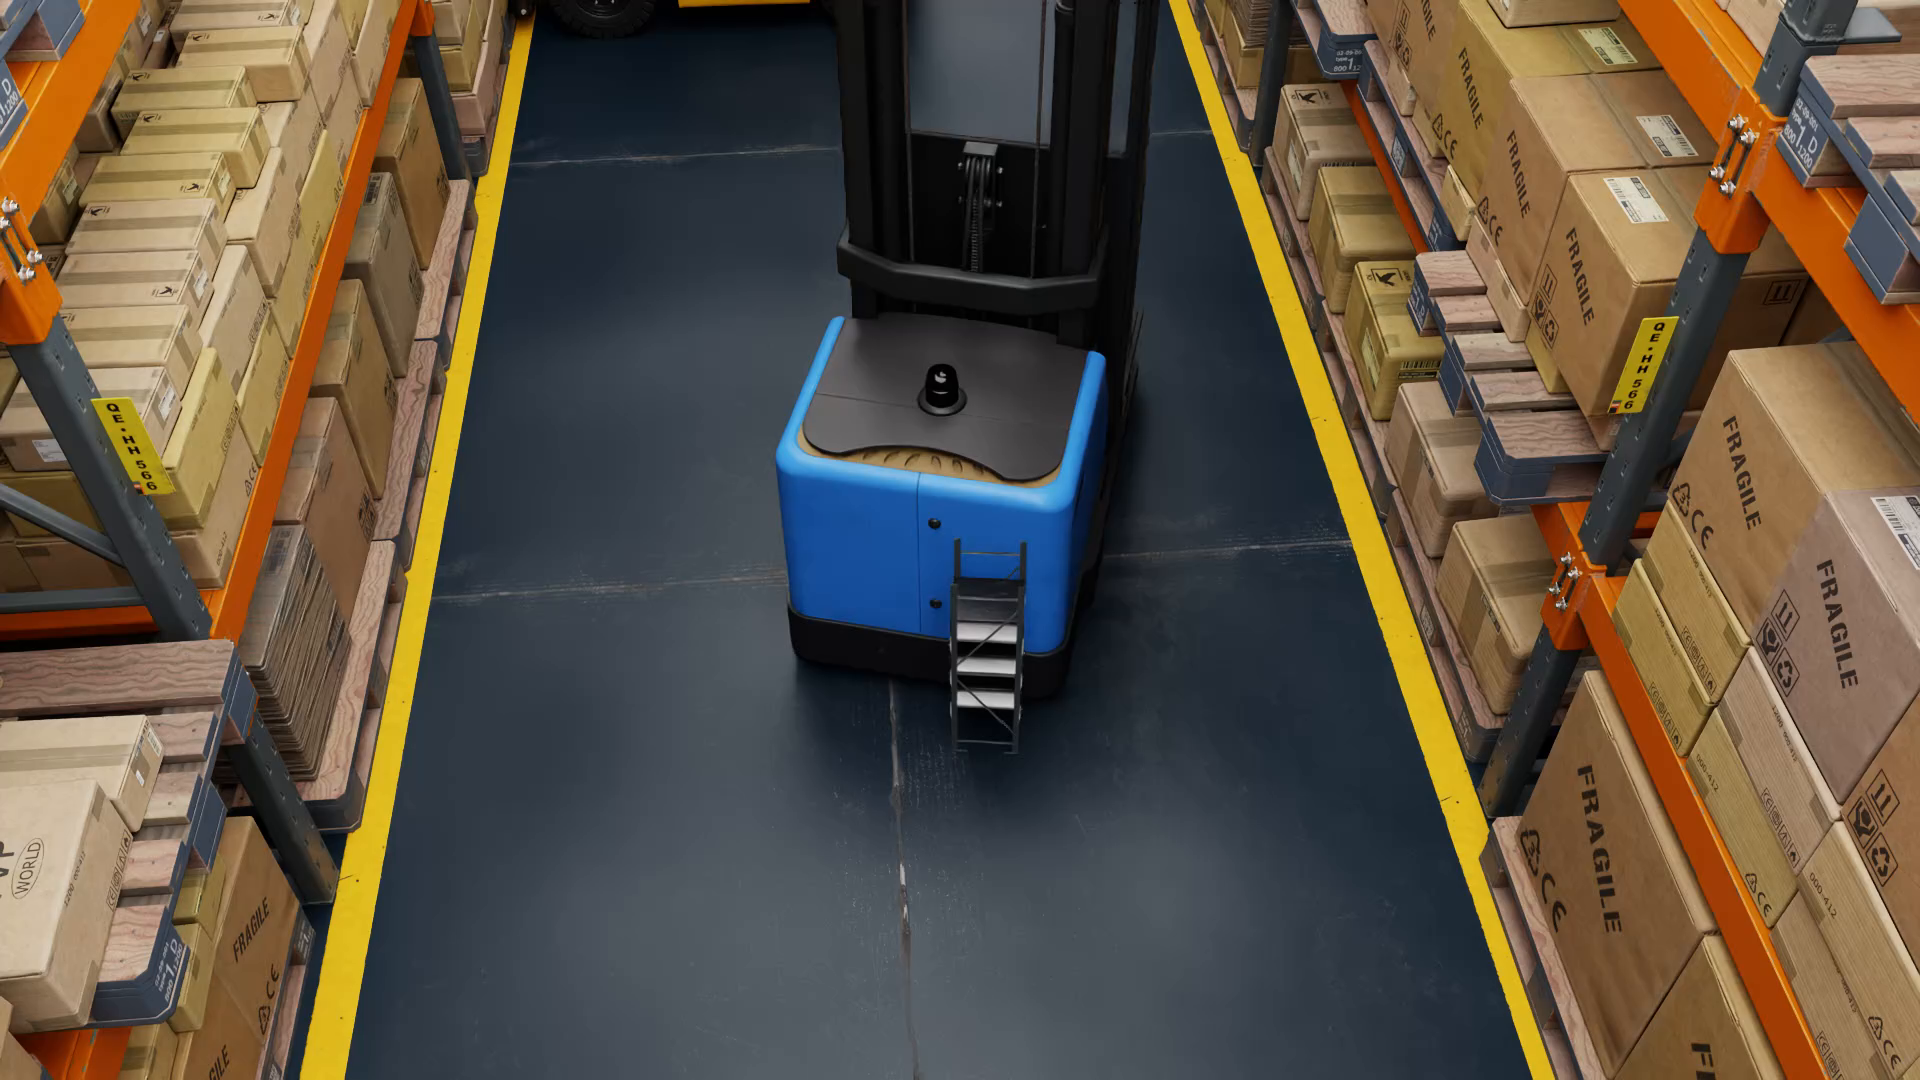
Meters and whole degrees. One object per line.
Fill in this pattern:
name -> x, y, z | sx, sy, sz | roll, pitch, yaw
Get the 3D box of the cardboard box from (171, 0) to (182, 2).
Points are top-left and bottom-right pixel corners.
cardboard box -> -3.124, -2.088, 6.421 | 0.500, 0.250, 0.500 | -4, 47, -4

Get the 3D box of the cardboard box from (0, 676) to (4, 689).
cardboard box -> -2.721, 0.382, 3.964 | 0.500, 0.500, 0.500 | -2, 47, -1

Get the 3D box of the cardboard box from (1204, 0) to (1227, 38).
cardboard box -> 1.631, -3.014, 9.143 | 0.500, 0.250, 0.500 | -5, 47, -4

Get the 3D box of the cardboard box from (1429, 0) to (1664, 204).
cardboard box -> 1.925, -1.457, 5.501 | 0.500, 0.500, 0.500 | -6, 47, -6

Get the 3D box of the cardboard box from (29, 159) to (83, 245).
cardboard box -> -2.966, -1.042, 5.155 | 0.380, 0.149, 0.250 | -4, 47, -4

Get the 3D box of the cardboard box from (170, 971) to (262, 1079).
cardboard box -> -2.327, 1.550, 4.648 | 0.500, 0.500, 0.500 | -4, 47, -4

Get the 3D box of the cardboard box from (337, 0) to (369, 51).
cardboard box -> -2.597, -2.124, 6.454 | 0.500, 0.250, 0.500 | -5, 47, -4

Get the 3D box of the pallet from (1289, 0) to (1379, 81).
pallet -> 1.922, -2.391, 7.081 | 1.003, 0.211, 1.213 | -3, 47, -3

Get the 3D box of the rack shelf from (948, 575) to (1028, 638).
rack shelf -> 0.096, 0.222, 5.594 | 0.258, 0.077, 0.200 | 3, 46, 2

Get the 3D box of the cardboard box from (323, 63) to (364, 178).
cardboard box -> -2.582, -1.590, 6.293 | 0.500, 0.250, 0.500 | -3, 47, -3

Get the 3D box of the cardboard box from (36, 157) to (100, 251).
cardboard box -> -3.007, -0.982, 5.373 | 0.500, 0.250, 0.500 | -4, 47, -4

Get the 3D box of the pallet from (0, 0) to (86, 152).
pallet -> -2.754, -1.273, 3.954 | 1.213, 0.211, 1.003 | -2, 47, -1

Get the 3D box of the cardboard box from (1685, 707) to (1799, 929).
cardboard box -> 2.188, 0.666, 4.156 | 0.500, 0.250, 0.500 | -5, 47, -4

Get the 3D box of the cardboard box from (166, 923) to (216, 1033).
cardboard box -> -2.261, 1.209, 4.525 | 0.380, 0.149, 0.250 | -6, 47, -5

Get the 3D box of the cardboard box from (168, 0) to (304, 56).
cardboard box -> -2.557, -1.816, 5.888 | 0.380, 0.149, 0.250 | -3, 47, -3

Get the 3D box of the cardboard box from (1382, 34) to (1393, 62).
cardboard box -> 1.845, -1.909, 6.376 | 0.380, 0.149, 0.250 | -3, 47, -3

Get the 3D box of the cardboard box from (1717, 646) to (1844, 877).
cardboard box -> 2.176, 0.510, 3.960 | 0.500, 0.250, 0.500 | -2, 47, -2

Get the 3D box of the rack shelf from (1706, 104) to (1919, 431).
rack shelf -> 2.505, 0.538, 2.604 | 1.077, 0.370, 4.000 | -3, 47, -3

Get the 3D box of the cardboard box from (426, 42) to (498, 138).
cardboard box -> -2.654, -2.284, 8.452 | 0.500, 0.250, 0.500 | -3, 47, -3

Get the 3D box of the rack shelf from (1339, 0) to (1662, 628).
rack shelf -> 2.170, -1.325, 6.434 | 1.077, 0.370, 4.000 | -3, 47, -3

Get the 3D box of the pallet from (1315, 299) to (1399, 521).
pallet -> 2.175, -0.612, 7.185 | 1.003, 0.211, 1.213 | -3, 47, -3

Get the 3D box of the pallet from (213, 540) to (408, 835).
pallet -> -2.638, 0.540, 6.093 | 1.003, 0.211, 1.213 | -3, 47, -3

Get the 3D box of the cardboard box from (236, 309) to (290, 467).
cardboard box -> -2.439, -0.469, 5.232 | 0.500, 0.250, 0.500 | -4, 47, -4

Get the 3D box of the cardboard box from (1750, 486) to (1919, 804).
cardboard box -> 2.186, 0.227, 3.712 | 0.500, 0.500, 0.500 | -3, 47, -3

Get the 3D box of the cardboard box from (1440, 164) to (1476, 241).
cardboard box -> 1.865, -1.156, 5.663 | 0.380, 0.149, 0.250 | -3, 47, -3

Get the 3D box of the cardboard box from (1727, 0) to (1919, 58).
cardboard box -> 2.102, -1.285, 4.008 | 0.380, 0.149, 0.250 | -3, 47, -3

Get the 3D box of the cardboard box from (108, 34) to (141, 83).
cardboard box -> -3.046, -1.599, 5.683 | 0.380, 0.149, 0.250 | -3, 47, -3

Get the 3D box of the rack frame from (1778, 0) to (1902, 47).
rack frame -> 2.338, -2.188, 2.624 | 1.000, 3.000, 0.127 | -3, 47, -3

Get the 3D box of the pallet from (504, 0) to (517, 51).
pallet -> -3.073, -3.219, 9.653 | 1.003, 0.211, 1.213 | -3, 47, -3

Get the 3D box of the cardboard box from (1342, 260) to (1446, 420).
cardboard box -> 2.173, -0.858, 7.017 | 0.950, 0.372, 0.625 | -2, 47, -2

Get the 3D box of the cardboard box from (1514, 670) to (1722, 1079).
cardboard box -> 2.313, 0.966, 4.943 | 0.875, 0.875, 0.875 | -4, 47, -4

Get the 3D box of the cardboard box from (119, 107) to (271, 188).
cardboard box -> -2.460, -1.260, 5.362 | 0.380, 0.149, 0.250 | -3, 47, -2

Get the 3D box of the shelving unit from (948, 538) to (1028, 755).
shelving unit -> 0.096, 0.385, 5.765 | 0.258, 0.900, 0.210 | 3, 46, 2

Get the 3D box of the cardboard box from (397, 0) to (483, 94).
cardboard box -> -2.676, -2.454, 8.269 | 0.500, 0.250, 0.500 | -4, 47, -3

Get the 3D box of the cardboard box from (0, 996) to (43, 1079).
cardboard box -> -2.287, 1.169, 3.216 | 0.797, 0.503, 0.637 | -4, 47, -4

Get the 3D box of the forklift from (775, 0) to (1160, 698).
forklift -> 0.170, -1.519, 6.170 | 1.130, 2.935, 3.031 | 9, 47, 8

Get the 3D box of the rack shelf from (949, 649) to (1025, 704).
rack shelf -> 0.096, 0.470, 5.855 | 0.258, 0.077, 0.200 | 3, 46, 2

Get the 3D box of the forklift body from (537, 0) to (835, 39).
forklift body -> -1.301, -4.056, 9.110 | 2.313, 2.155, 1.214 | -3, 47, -3

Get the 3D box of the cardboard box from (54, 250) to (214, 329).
cardboard box -> -2.412, -0.704, 4.835 | 0.380, 0.149, 0.250 | -2, 47, -2

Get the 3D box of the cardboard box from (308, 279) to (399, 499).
cardboard box -> -2.766, -0.560, 6.561 | 0.875, 0.625, 0.625 | -5, 47, -5

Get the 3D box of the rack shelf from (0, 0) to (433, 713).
rack shelf -> -2.776, -1.020, 6.146 | 1.077, 0.370, 4.000 | -3, 47, -3

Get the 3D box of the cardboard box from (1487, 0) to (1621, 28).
cardboard box -> 1.919, -1.796, 5.375 | 0.380, 0.149, 0.250 | -6, 47, -5

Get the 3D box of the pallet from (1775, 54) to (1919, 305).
pallet -> 2.444, -0.629, 3.344 | 1.213, 0.211, 1.003 | -2, 47, -1

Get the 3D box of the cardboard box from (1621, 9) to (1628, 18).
cardboard box -> 2.429, -1.506, 5.548 | 0.500, 0.500, 0.500 | -3, 47, -3

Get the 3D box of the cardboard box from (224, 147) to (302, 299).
cardboard box -> -2.469, -1.019, 5.408 | 0.500, 0.250, 0.500 | -5, 47, -4

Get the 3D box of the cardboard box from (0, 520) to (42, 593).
cardboard box -> -2.901, -0.079, 4.862 | 0.500, 0.250, 0.500 | -4, 47, -4

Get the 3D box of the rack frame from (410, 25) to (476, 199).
rack frame -> -2.943, -2.715, 7.255 | 1.000, 3.000, 0.127 | -3, 47, -3

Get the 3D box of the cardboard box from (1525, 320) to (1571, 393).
cardboard box -> 1.981, -0.596, 5.132 | 0.380, 0.149, 0.250 | -3, 47, -3
